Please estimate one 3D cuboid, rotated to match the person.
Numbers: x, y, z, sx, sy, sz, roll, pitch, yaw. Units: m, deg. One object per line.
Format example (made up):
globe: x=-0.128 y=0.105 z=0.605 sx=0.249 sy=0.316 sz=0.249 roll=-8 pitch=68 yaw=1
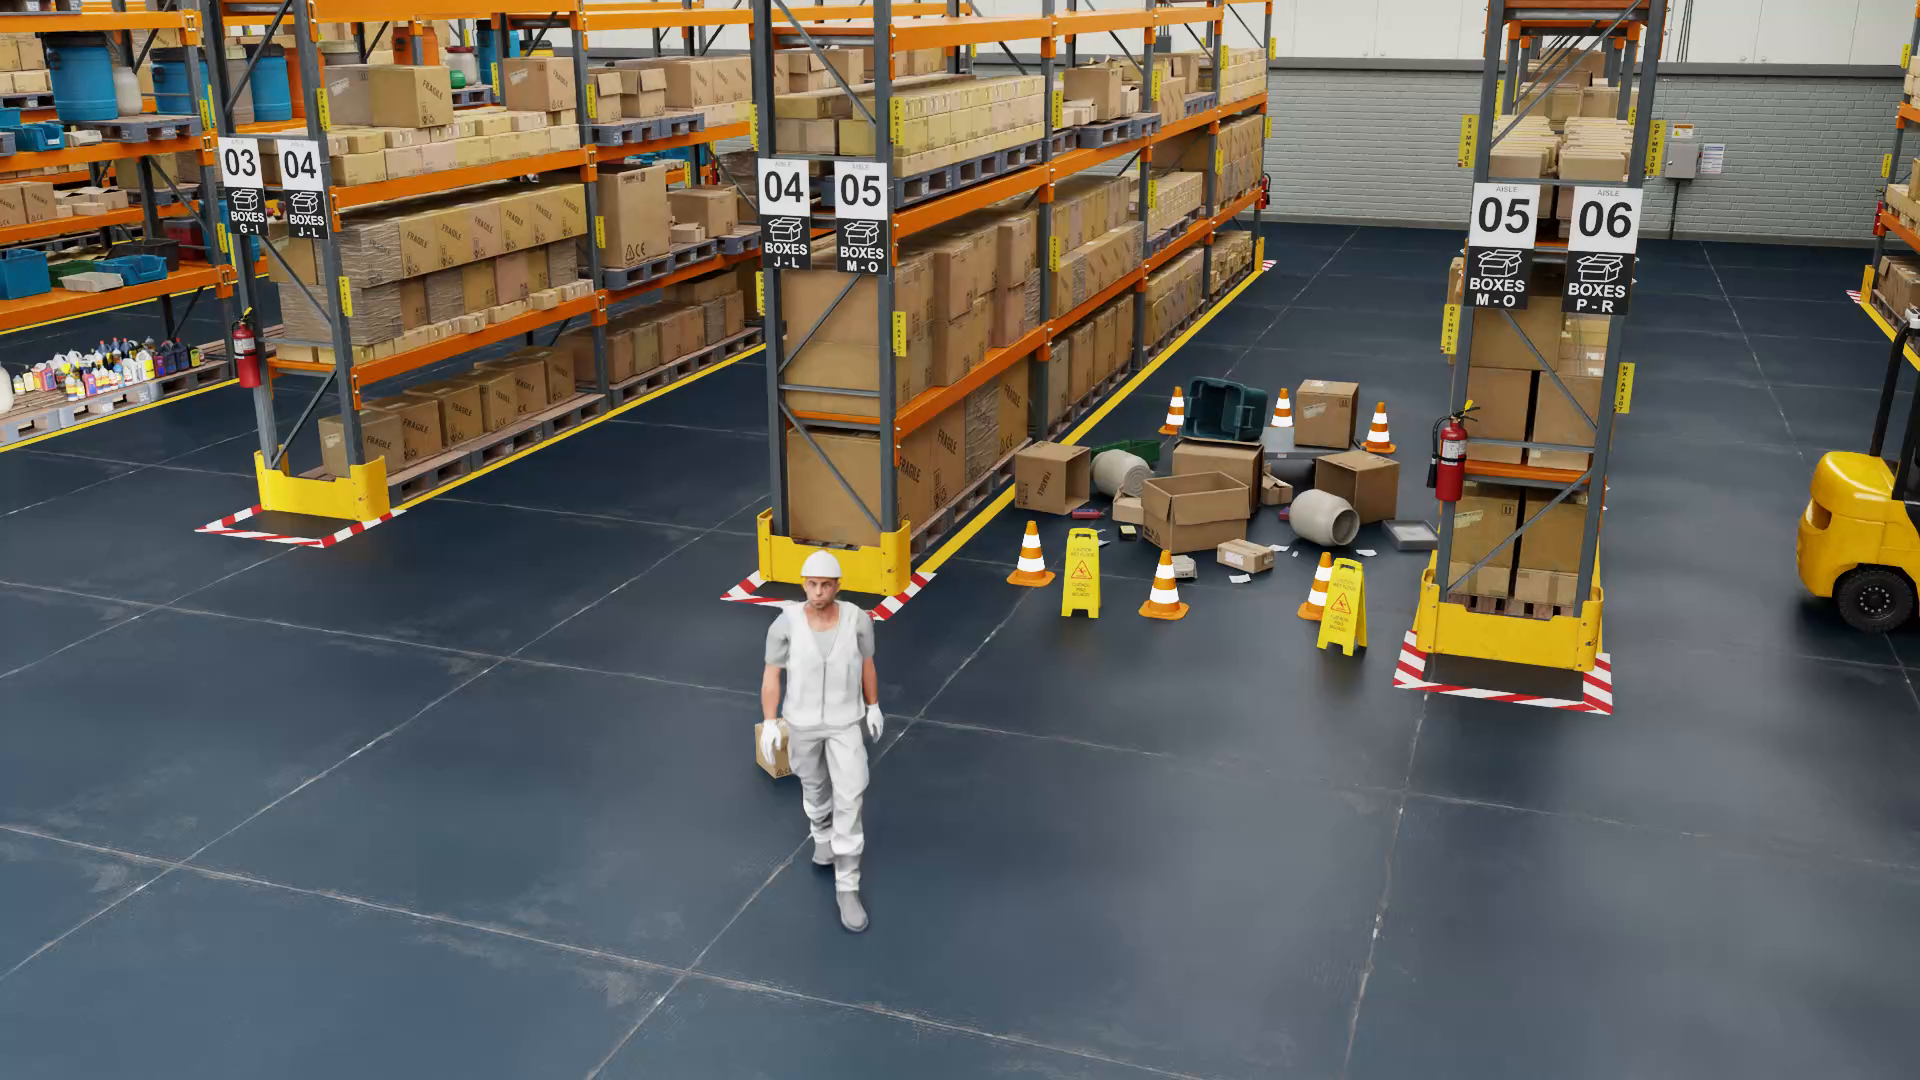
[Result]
person: x=-0.676 y=0.929 z=8.191 sx=0.608 sy=1.768 sz=0.888 roll=-1 pitch=18 yaw=-3
